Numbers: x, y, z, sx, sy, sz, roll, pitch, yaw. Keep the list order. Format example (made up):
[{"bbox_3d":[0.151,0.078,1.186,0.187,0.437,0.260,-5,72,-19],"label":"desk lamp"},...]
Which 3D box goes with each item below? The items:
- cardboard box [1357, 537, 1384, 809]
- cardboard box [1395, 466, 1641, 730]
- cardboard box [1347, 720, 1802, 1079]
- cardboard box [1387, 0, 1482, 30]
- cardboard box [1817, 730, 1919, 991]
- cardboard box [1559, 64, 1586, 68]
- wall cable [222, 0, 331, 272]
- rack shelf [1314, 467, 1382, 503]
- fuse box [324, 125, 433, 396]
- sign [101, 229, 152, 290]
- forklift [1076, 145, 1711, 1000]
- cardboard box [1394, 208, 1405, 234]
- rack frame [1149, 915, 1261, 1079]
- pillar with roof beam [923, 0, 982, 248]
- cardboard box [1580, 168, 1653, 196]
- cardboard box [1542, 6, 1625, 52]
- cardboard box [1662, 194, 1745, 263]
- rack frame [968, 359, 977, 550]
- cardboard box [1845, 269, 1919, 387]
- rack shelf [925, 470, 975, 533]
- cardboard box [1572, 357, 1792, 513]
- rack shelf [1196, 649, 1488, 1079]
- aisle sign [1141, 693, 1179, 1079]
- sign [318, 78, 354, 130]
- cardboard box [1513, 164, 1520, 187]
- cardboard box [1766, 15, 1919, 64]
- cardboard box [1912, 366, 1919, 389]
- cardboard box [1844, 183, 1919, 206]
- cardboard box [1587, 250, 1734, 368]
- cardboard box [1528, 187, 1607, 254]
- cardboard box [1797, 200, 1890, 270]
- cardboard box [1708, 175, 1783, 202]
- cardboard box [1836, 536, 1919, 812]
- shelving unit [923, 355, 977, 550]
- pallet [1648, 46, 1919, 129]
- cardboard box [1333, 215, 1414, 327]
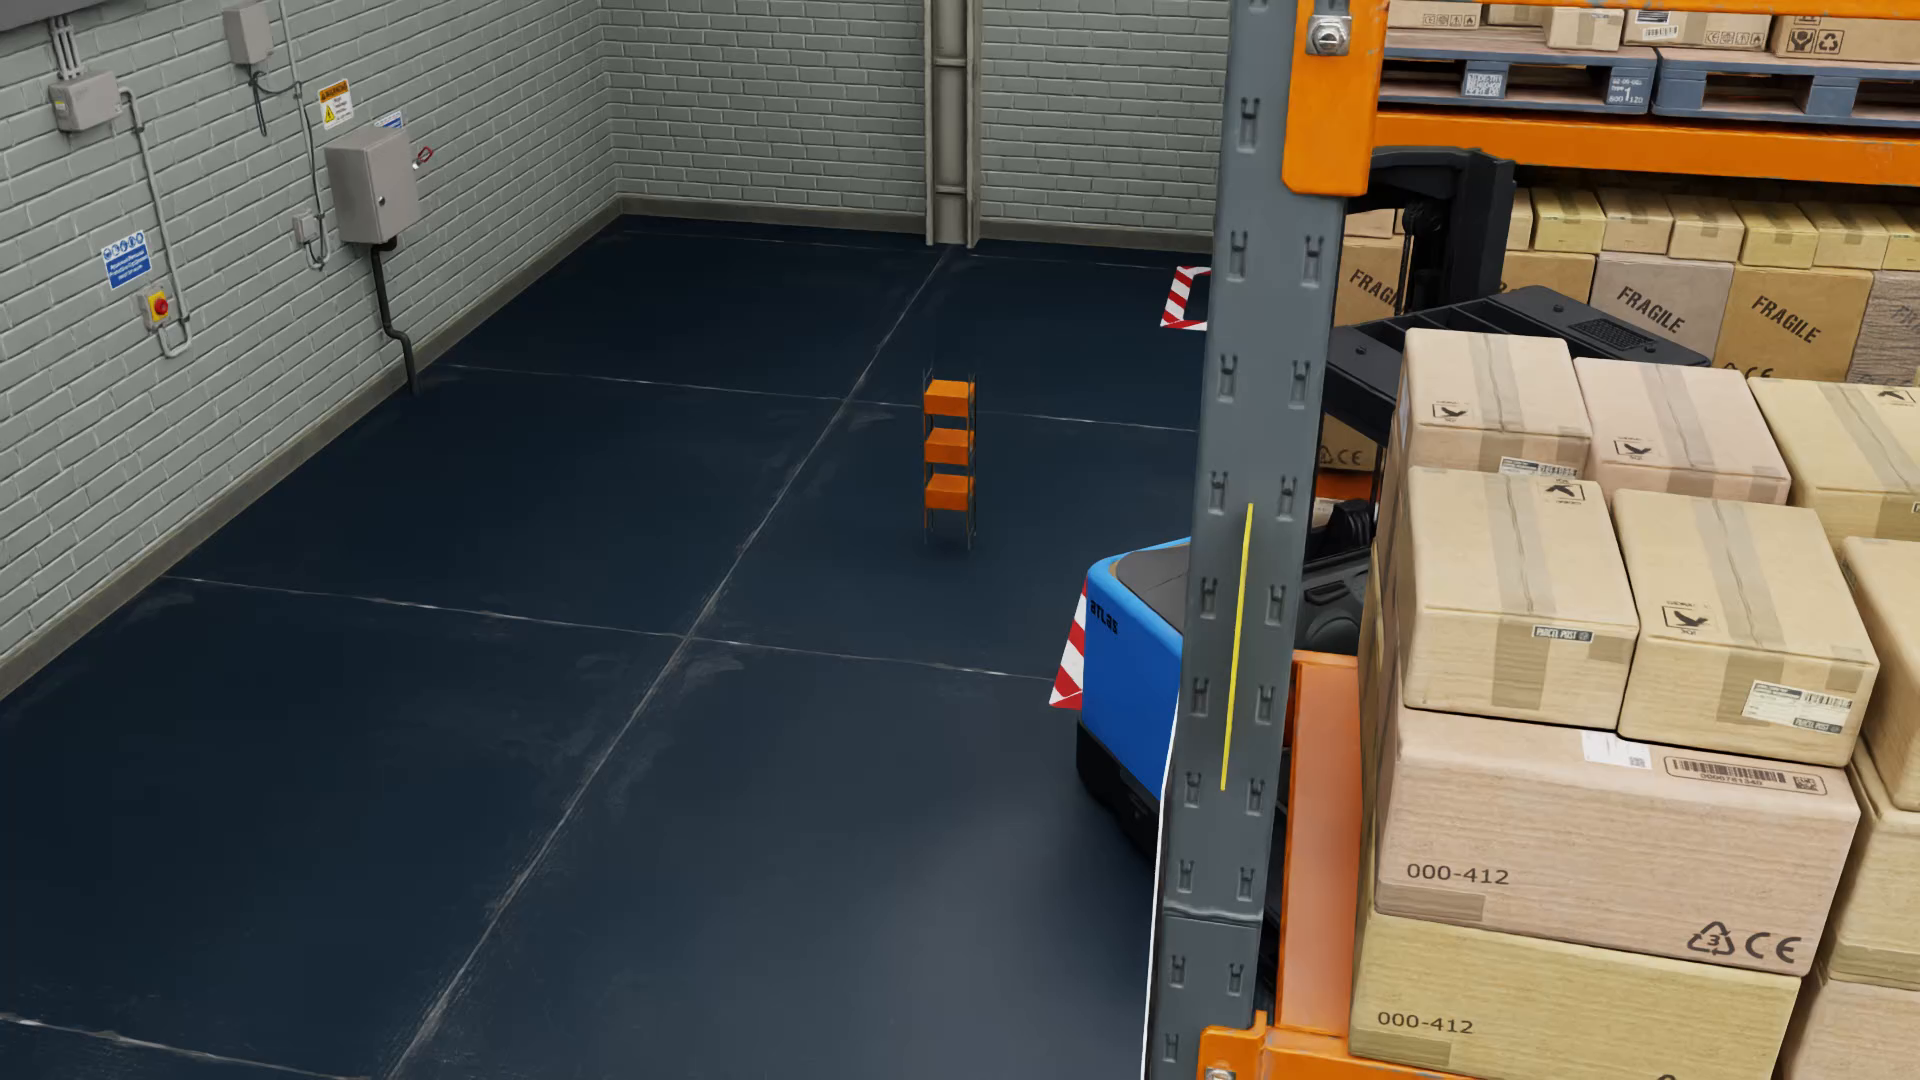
[{"bbox_3d":[0.924,0.238,2.724,0.500,0.250,0.500,5,29,9],"label":"cardboard box"},{"bbox_3d":[0.693,0.062,2.109,0.250,0.149,0.380,6,29,10],"label":"cardboard box"},{"bbox_3d":[0.810,0.482,2.278,0.500,0.250,0.500,7,29,12],"label":"cardboard box"},{"bbox_3d":[1.818,-2.243,6.715,0.500,0.250,0.500,3,29,6],"label":"cardboard box"},{"bbox_3d":[1.310,0.316,2.062,0.500,0.250,0.500,6,29,10],"label":"cardboard box"},{"bbox_3d":[4.246,-3.171,10.983,0.500,0.500,0.500,7,29,12],"label":"cardboard box"},{"bbox_3d":[-3.876,-2.435,9.517,0.122,1.984,0.588,6,29,11],"label":"wall cable"},{"bbox_3d":[3.315,-0.252,7.335,4.000,0.370,1.077,6,29,11],"label":"rack shelf"},{"bbox_3d":[-3.579,-1.729,10.626,0.414,1.711,0.539,6,29,11],"label":"fuse box"},{"bbox_3d":[-4.230,-1.424,8.447,0.001,0.218,0.327,6,29,11],"label":"sign"},{"bbox_3d":[1.615,0.276,5.694,1.130,2.935,3.031,-13,31,-23],"label":"forklift"},{"bbox_3d":[1.919,-1.376,6.820,0.250,0.149,0.380,7,29,12],"label":"cardboard box"},{"bbox_3d":[0.424,1.567,3.264,0.127,3.000,1.000,6,29,11],"label":"rack frame"},{"bbox_3d":[-0.956,-4.403,7.921,0.400,9.000,9.100,6,29,11],"label":"pillar with roof beam"},{"bbox_3d":[2.754,-1.488,7.024,0.250,0.149,0.380,6,29,10],"label":"cardboard box"},{"bbox_3d":[2.375,-1.984,6.347,0.250,0.149,0.380,7,29,12],"label":"cardboard box"},{"bbox_3d":[2.914,-1.232,6.556,0.250,0.149,0.380,6,29,11],"label":"cardboard box"},{"bbox_3d":[0.067,-0.454,8.985,0.008,1.050,0.200,6,29,11],"label":"rack frame"},{"bbox_3d":[3.757,-0.868,6.567,0.500,0.500,0.500,6,29,11],"label":"cardboard box"},{"bbox_3d":[-0.052,-0.213,9.146,0.240,0.259,0.215,6,29,11],"label":"rack shelf"},{"bbox_3d":[1.036,-0.121,2.444,0.250,0.149,0.380,6,29,11],"label":"cardboard box"},{"bbox_3d":[2.380,0.767,2.350,4.000,0.370,1.077,6,29,11],"label":"rack shelf"},{"bbox_3d":[0.290,0.560,2.396,0.004,0.787,0.394,6,29,11],"label":"aisle sign"},{"bbox_3d":[-3.793,-2.651,10.109,0.001,0.242,0.339,6,29,11],"label":"sign"},{"bbox_3d":[2.275,-1.592,7.214,0.250,0.149,0.380,6,29,10],"label":"cardboard box"},{"bbox_3d":[3.299,-2.083,6.162,0.500,0.500,0.500,6,29,11],"label":"cardboard box"},{"bbox_3d":[1.563,-0.110,2.424,0.250,0.149,0.380,6,29,11],"label":"cardboard box"},{"bbox_3d":[3.757,-1.392,6.848,0.250,0.149,0.380,6,29,10],"label":"cardboard box"},{"bbox_3d":[2.781,-0.972,6.756,0.500,0.500,0.500,6,29,10],"label":"cardboard box"},{"bbox_3d":[2.411,-1.279,6.641,0.250,0.149,0.380,5,29,9],"label":"cardboard box"},{"bbox_3d":[3.423,-1.191,6.480,0.250,0.149,0.380,6,29,11],"label":"cardboard box"},{"bbox_3d":[3.264,-1.456,6.964,0.250,0.149,0.380,7,29,12],"label":"cardboard box"},{"bbox_3d":[1.189,0.158,1.935,0.250,0.149,0.380,6,29,10],"label":"cardboard box"},{"bbox_3d":[-0.052,-0.466,9.008,0.252,1.050,0.215,6,29,11],"label":"shelving unit"},{"bbox_3d":[3.283,-1.854,6.481,1.213,0.211,1.003,6,29,11],"label":"pallet"},{"bbox_3d":[1.769,-1.068,6.933,0.500,0.500,0.500,5,29,9],"label":"cardboard box"}]
